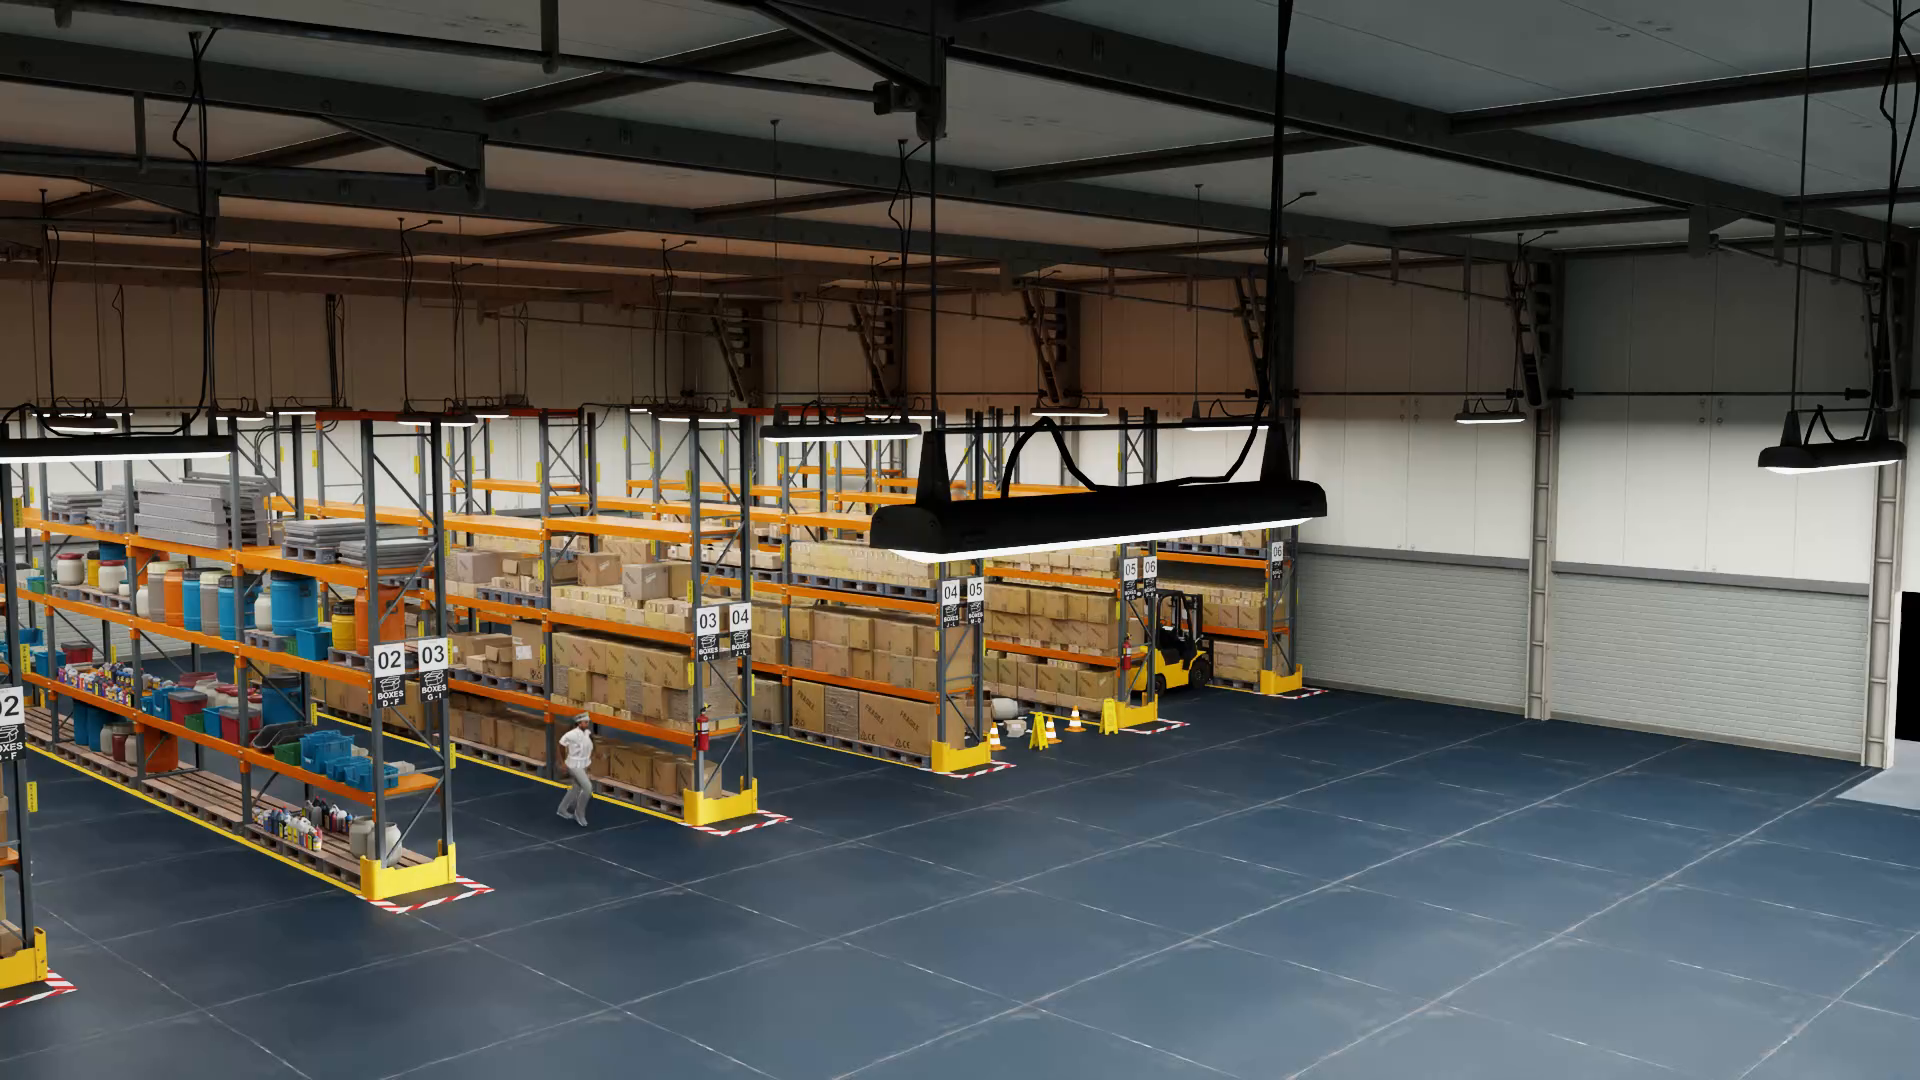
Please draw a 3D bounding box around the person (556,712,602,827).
[{"bbox_3d":[-5.618,3.353,24.409,0.819,1.705,0.517,2,5,22],"label":"person"}]

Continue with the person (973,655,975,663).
[{"bbox_3d":[0.037,2.118,37.344,1.064,1.751,0.704,4,6,39],"label":"person"}]
